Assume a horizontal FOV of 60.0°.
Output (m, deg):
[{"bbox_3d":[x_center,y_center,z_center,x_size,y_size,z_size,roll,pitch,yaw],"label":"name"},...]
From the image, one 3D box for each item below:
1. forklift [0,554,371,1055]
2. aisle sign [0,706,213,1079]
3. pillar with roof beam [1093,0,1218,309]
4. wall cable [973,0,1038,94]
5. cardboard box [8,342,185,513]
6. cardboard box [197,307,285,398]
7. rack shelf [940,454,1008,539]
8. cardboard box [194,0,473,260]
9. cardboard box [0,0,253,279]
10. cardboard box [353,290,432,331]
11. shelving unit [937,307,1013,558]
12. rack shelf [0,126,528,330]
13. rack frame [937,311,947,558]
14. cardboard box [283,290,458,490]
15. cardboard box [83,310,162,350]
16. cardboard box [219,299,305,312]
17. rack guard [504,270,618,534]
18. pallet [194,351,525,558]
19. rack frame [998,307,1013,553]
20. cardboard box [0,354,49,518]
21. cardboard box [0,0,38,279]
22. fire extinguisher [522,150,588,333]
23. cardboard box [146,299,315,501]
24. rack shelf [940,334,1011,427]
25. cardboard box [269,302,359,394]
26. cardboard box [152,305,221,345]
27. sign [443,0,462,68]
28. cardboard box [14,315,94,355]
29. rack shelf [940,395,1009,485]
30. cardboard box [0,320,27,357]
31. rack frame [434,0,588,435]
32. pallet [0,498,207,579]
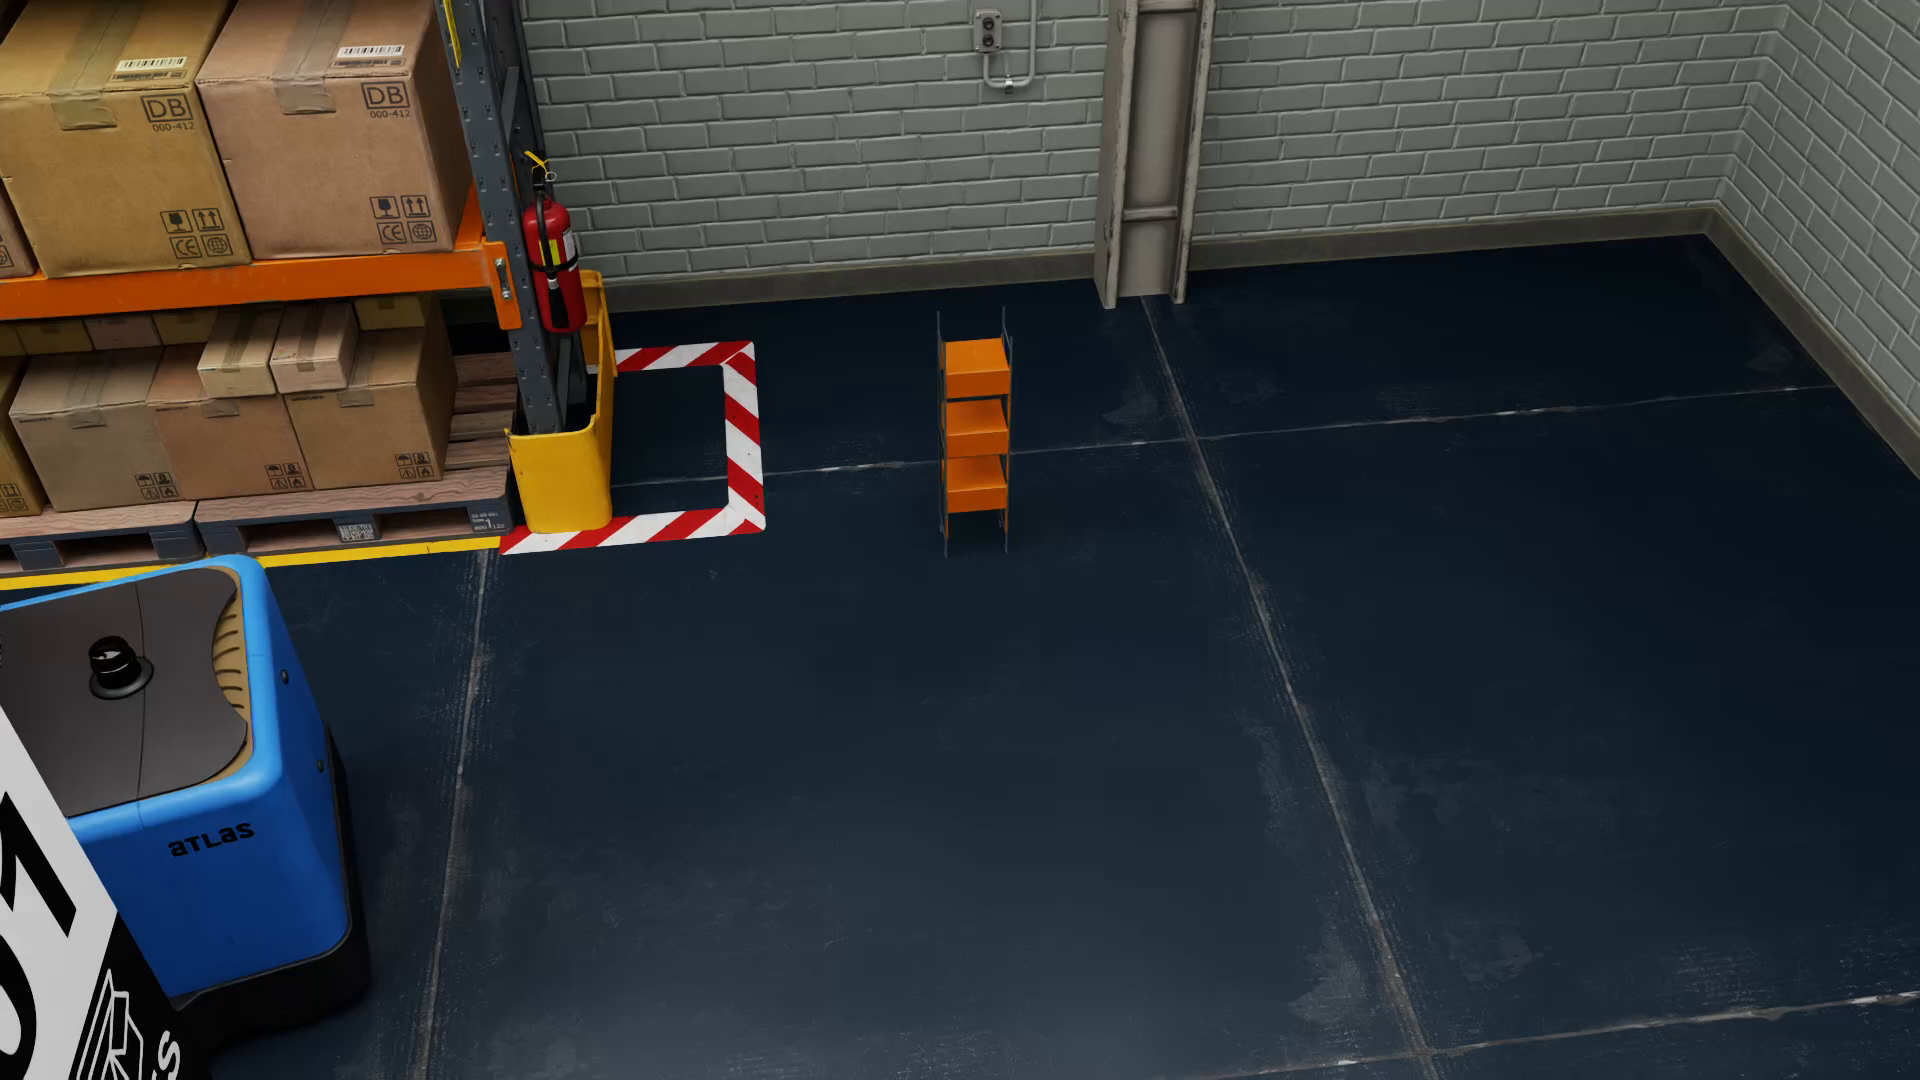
[{"bbox_3d":[-3.398,0.383,4.137,3.031,2.935,1.130,-14,44,-15],"label":"forklift"},{"bbox_3d":[-1.021,0.590,1.916,0.004,0.787,0.394,-5,42,-6],"label":"aisle sign"},{"bbox_3d":[1.427,-1.711,1.928,0.400,9.000,9.100,-5,42,-6],"label":"pillar with roof beam"},{"bbox_3d":[-0.549,-2.650,6.690,1.851,1.984,0.084,-5,42,-6],"label":"wall cable"},{"bbox_3d":[-3.372,-0.546,6.669,0.500,0.500,0.700,-6,42,-7],"label":"cardboard box"},{"bbox_3d":[-2.734,-0.720,6.377,0.250,0.149,0.380,-4,42,-4],"label":"cardboard box"},{"bbox_3d":[0.053,-0.180,6.597,0.240,0.259,0.215,-5,42,-6],"label":"rack shelf"},{"bbox_3d":[-2.200,-1.594,6.054,0.700,0.700,0.980,-3,42,-4],"label":"cardboard box"},{"bbox_3d":[-2.920,-1.523,5.975,0.700,0.700,0.980,-5,42,-6],"label":"cardboard box"},{"bbox_3d":[-2.279,-1.018,6.708,0.250,0.149,0.380,-5,42,-5],"label":"cardboard box"},{"bbox_3d":[0.053,-0.394,6.404,0.252,1.050,0.215,-5,42,-6],"label":"shelving unit"},{"bbox_3d":[-3.679,-1.093,6.259,4.000,0.370,1.077,-5,42,-6],"label":"rack shelf"},{"bbox_3d":[-0.068,-0.384,6.392,0.008,1.050,0.200,-5,42,-6],"label":"rack frame"},{"bbox_3d":[-2.377,-0.634,6.766,0.500,0.500,0.700,-5,42,-6],"label":"cardboard box"},{"bbox_3d":[-3.282,-0.930,6.610,0.250,0.149,0.380,-4,42,-5],"label":"cardboard box"},{"bbox_3d":[-2.781,-0.974,6.659,0.250,0.149,0.380,-5,42,-5],"label":"cardboard box"},{"bbox_3d":[-1.672,-0.607,7.050,0.348,0.500,1.175,-5,42,-6],"label":"rack guard"},{"bbox_3d":[-2.479,-0.376,7.010,1.213,0.211,1.003,-5,42,-6],"label":"pallet"},{"bbox_3d":[0.174,-0.405,6.415,0.008,1.050,0.200,-5,42,-6],"label":"rack frame"},{"bbox_3d":[-3.900,-0.495,6.612,0.500,0.500,0.700,-4,42,-5],"label":"cardboard box"},{"bbox_3d":[-3.678,-1.463,5.909,0.700,0.700,0.980,-7,43,-8],"label":"cardboard box"},{"bbox_3d":[-1.487,-1.073,6.036,0.183,0.674,0.296,-5,42,-6],"label":"fire extinguisher"},{"bbox_3d":[-2.873,-0.590,6.718,0.500,0.500,0.700,-5,42,-6],"label":"cardboard box"},{"bbox_3d":[0.053,-0.597,6.221,0.240,0.259,0.215,-5,42,-6],"label":"rack shelf"},{"bbox_3d":[-2.481,-0.743,6.402,0.250,0.149,0.380,-5,42,-6],"label":"cardboard box"},{"bbox_3d":[-3.030,-0.953,6.635,0.250,0.149,0.380,-5,42,-5],"label":"cardboard box"},{"bbox_3d":[-1.639,-1.690,5.342,0.005,0.325,0.100,-5,42,-6],"label":"sign"},{"bbox_3d":[-3.536,-0.907,6.585,0.250,0.149,0.380,-5,42,-5],"label":"cardboard box"},{"bbox_3d":[0.053,-0.387,6.411,0.240,0.259,0.215,-5,42,-6],"label":"rack shelf"},{"bbox_3d":[-3.787,-0.886,6.561,0.250,0.149,0.380,-6,42,-6],"label":"cardboard box"},{"bbox_3d":[-1.696,-1.533,6.210,0.127,3.000,1.000,-5,42,-6],"label":"rack frame"},{"bbox_3d":[-3.686,-0.273,6.895,1.213,0.211,1.003,-5,42,-6],"label":"pallet"}]
